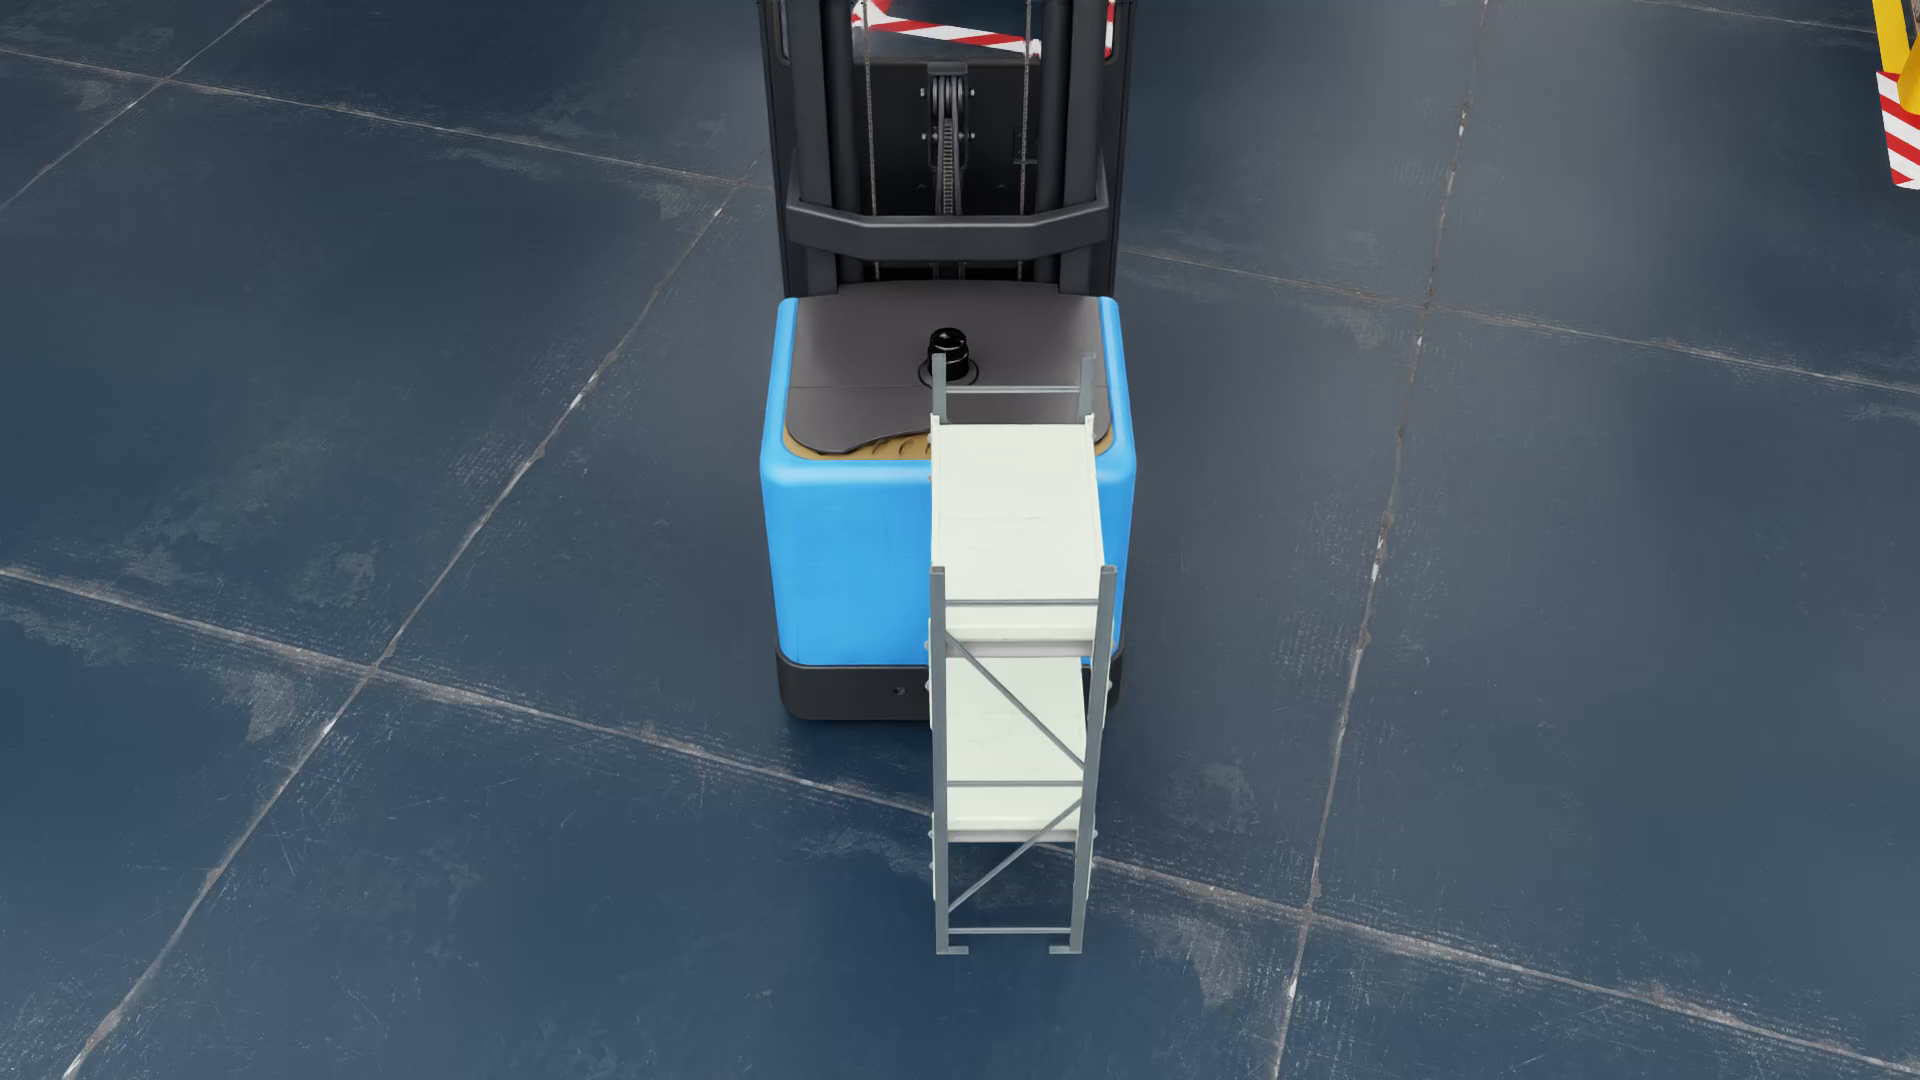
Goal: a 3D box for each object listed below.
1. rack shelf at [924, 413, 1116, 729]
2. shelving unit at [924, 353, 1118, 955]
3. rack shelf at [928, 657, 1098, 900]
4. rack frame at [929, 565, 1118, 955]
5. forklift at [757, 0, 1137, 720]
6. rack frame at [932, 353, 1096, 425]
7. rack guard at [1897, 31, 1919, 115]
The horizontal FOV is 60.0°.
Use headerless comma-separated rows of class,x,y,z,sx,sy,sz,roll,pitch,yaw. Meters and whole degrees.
rack shelf,0.133,0.064,4.055,0.431,0.370,0.720,0,44,0
shelving unit,0.133,0.343,4.328,0.431,1.500,0.755,0,44,0
rack shelf,0.133,0.576,4.556,0.431,0.370,0.720,0,44,0
rack frame,0.135,0.598,4.066,0.400,1.500,0.023,0,44,0
forklift,-0.038,-1.506,5.193,1.130,2.935,3.031,0,44,0
rack frame,0.131,0.087,4.589,0.400,1.500,0.023,0,44,0
rack guard,5.027,-2.175,7.615,1.175,0.500,0.348,13,46,13
